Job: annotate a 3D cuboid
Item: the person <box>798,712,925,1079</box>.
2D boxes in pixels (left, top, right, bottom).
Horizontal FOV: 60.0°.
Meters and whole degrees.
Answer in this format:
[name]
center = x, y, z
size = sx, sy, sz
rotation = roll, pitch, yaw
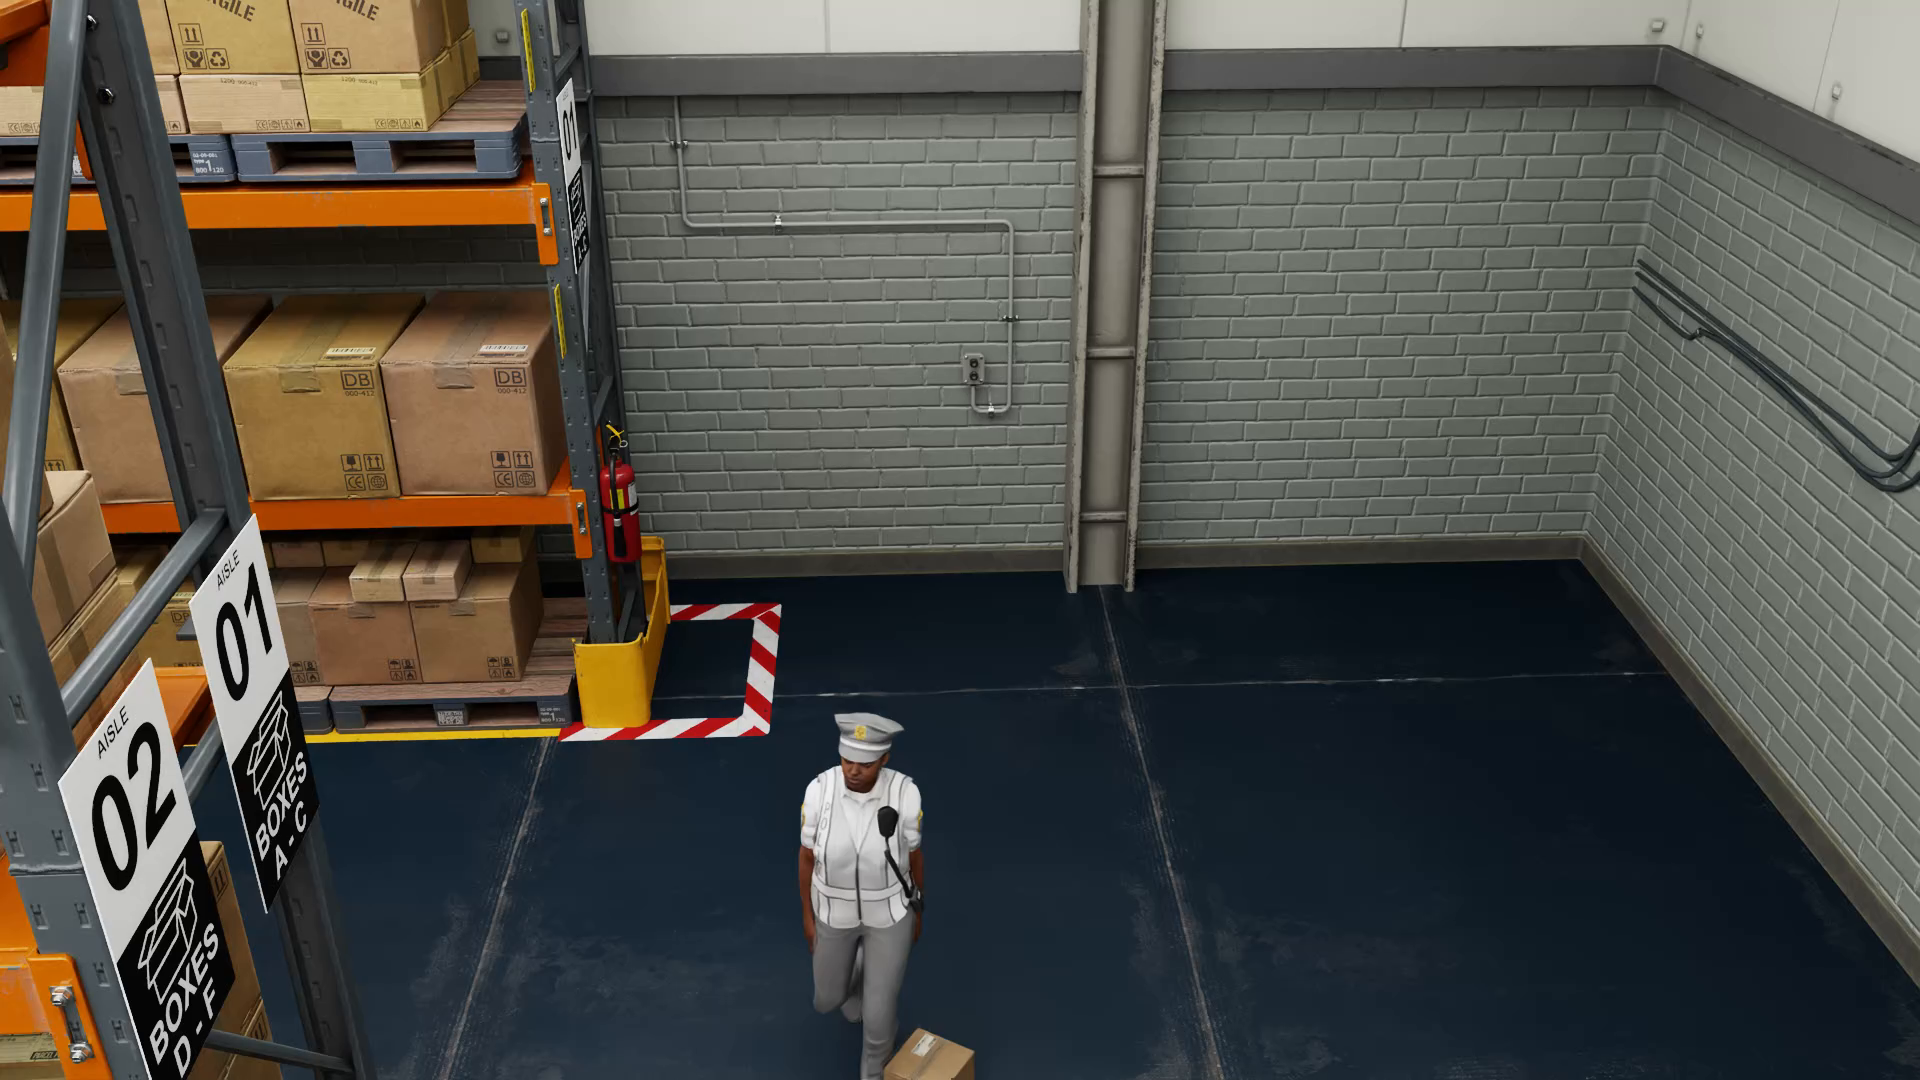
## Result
[person]
center = -5.155, 3.018, 2.655
size = 9.438, 1.806, 9.065
rotation = 2, 28, 4
